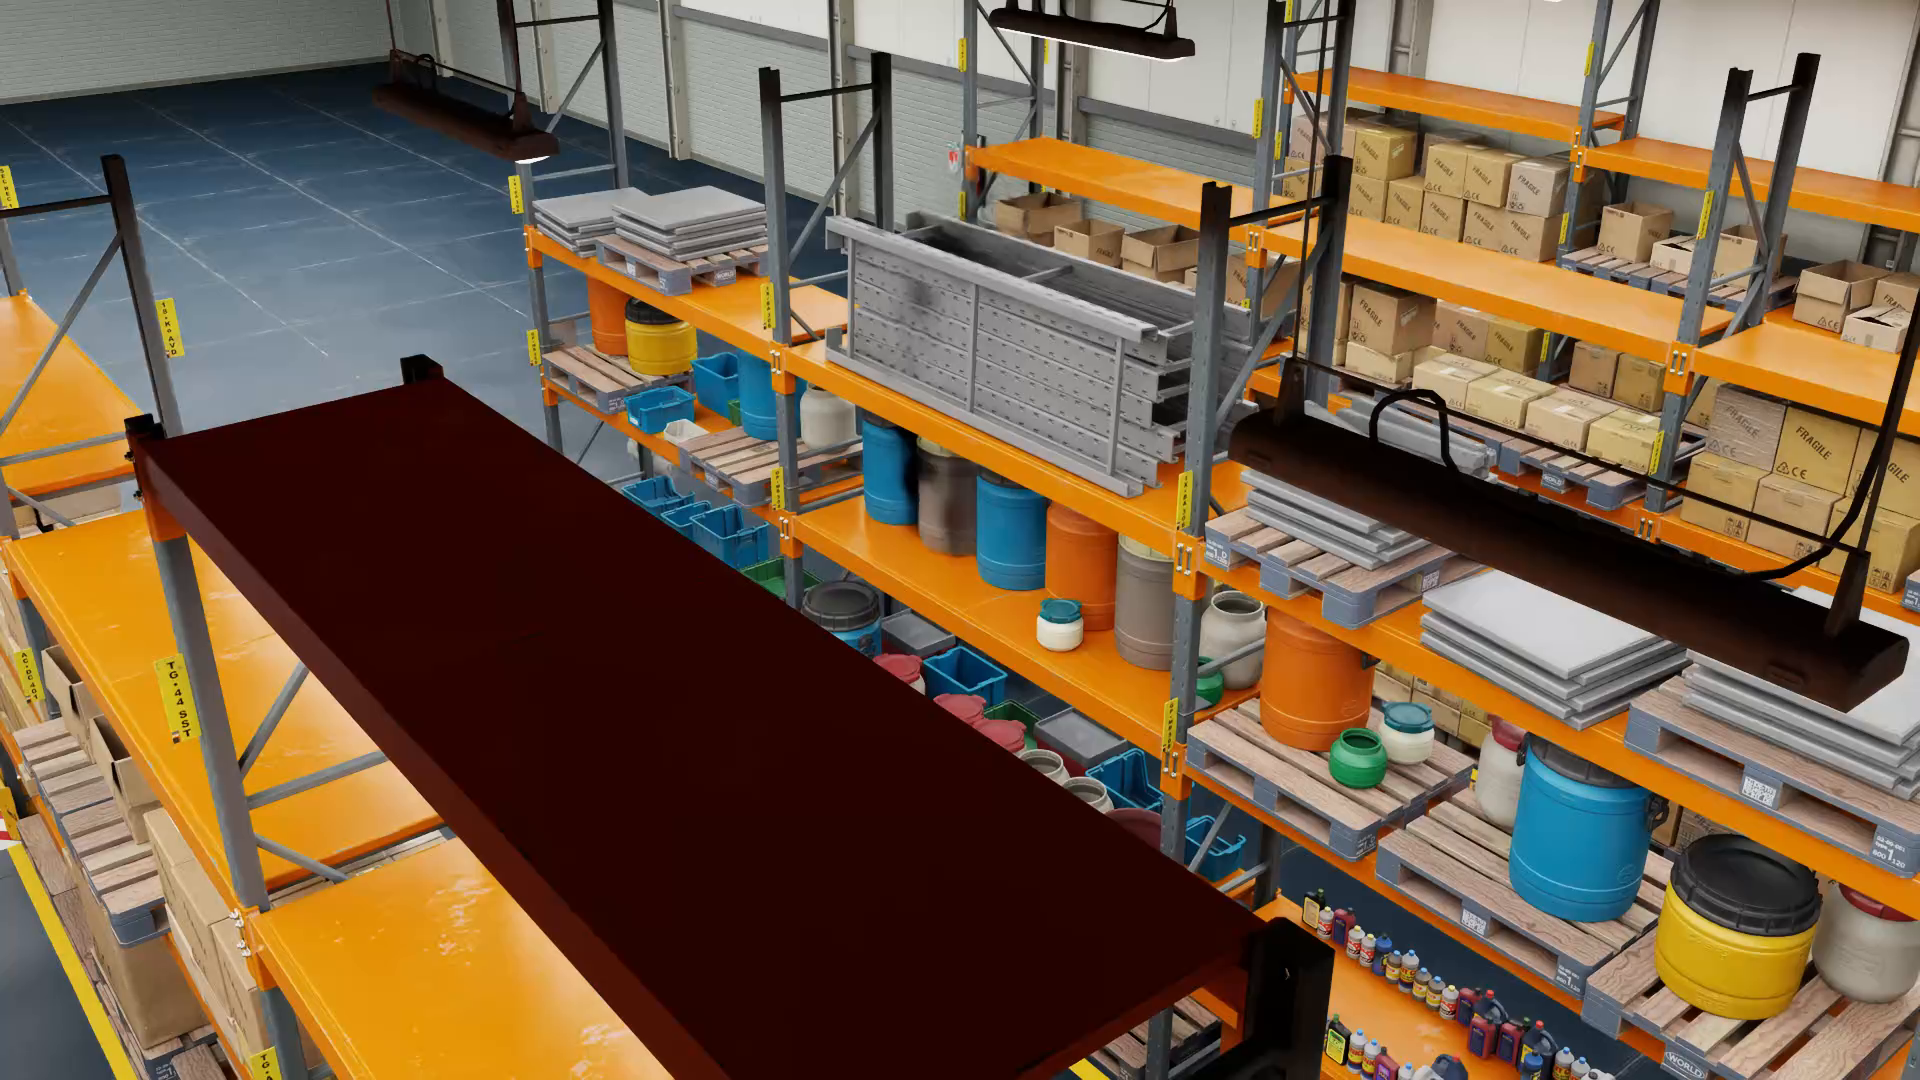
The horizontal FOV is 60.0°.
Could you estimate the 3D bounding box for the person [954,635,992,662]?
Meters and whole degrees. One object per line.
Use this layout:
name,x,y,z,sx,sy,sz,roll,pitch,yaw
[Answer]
person,0.078,0.432,15.542,0.879,1.644,0.630,21,33,37

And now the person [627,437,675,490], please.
person,-3.608,-1.325,18.990,0.602,1.751,0.643,-7,27,-14
